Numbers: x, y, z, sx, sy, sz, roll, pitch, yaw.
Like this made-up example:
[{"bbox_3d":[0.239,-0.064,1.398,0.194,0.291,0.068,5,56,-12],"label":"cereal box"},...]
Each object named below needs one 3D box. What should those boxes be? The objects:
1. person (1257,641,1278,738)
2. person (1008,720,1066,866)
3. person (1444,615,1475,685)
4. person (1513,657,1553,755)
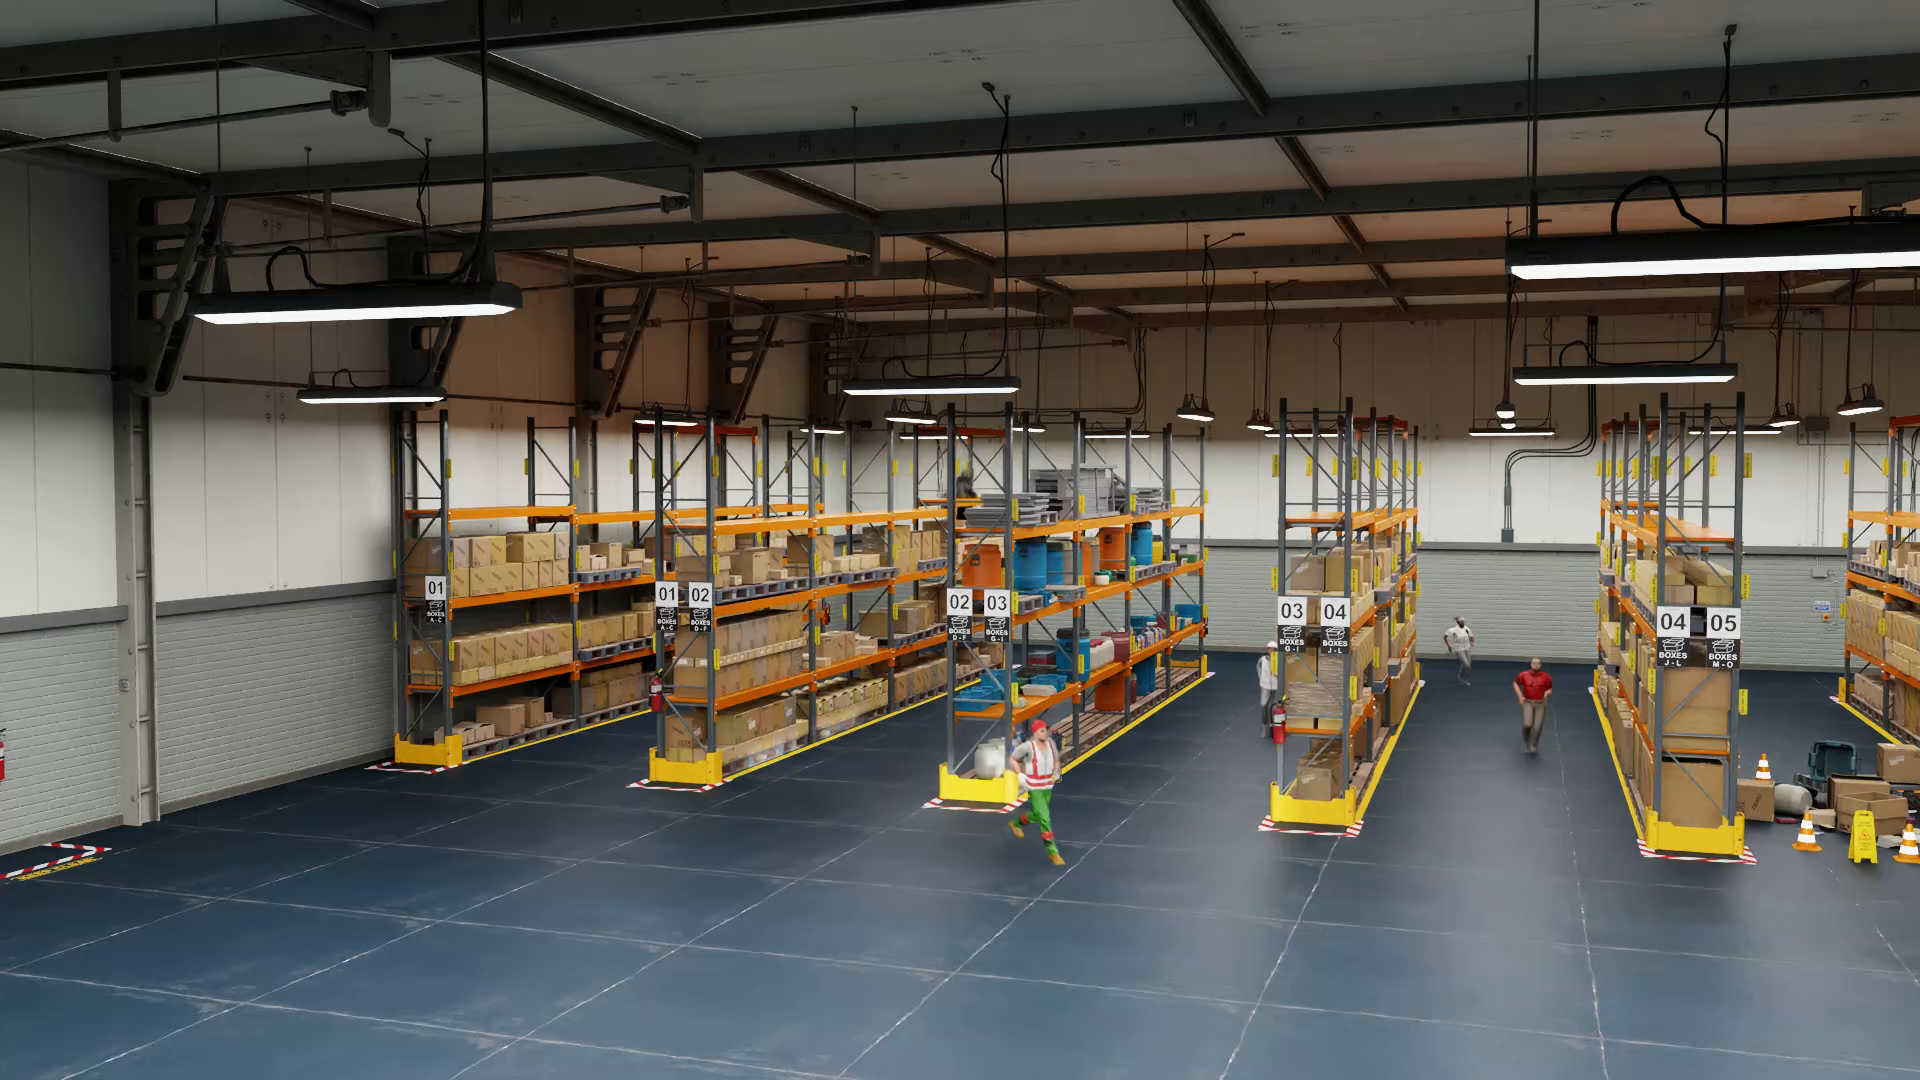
[{"bbox_3d":[5.869,2.794,31.178,0.635,1.817,0.811,1,3,15],"label":"person"},{"bbox_3d":[1.006,3.206,21.389,0.626,1.801,1.150,-2,3,-40],"label":"person"},{"bbox_3d":[11.544,2.540,38.278,0.667,1.622,0.599,-1,3,-16],"label":"person"},{"bbox_3d":[10.012,2.912,29.002,0.634,1.720,0.670,0,2,11],"label":"person"}]
